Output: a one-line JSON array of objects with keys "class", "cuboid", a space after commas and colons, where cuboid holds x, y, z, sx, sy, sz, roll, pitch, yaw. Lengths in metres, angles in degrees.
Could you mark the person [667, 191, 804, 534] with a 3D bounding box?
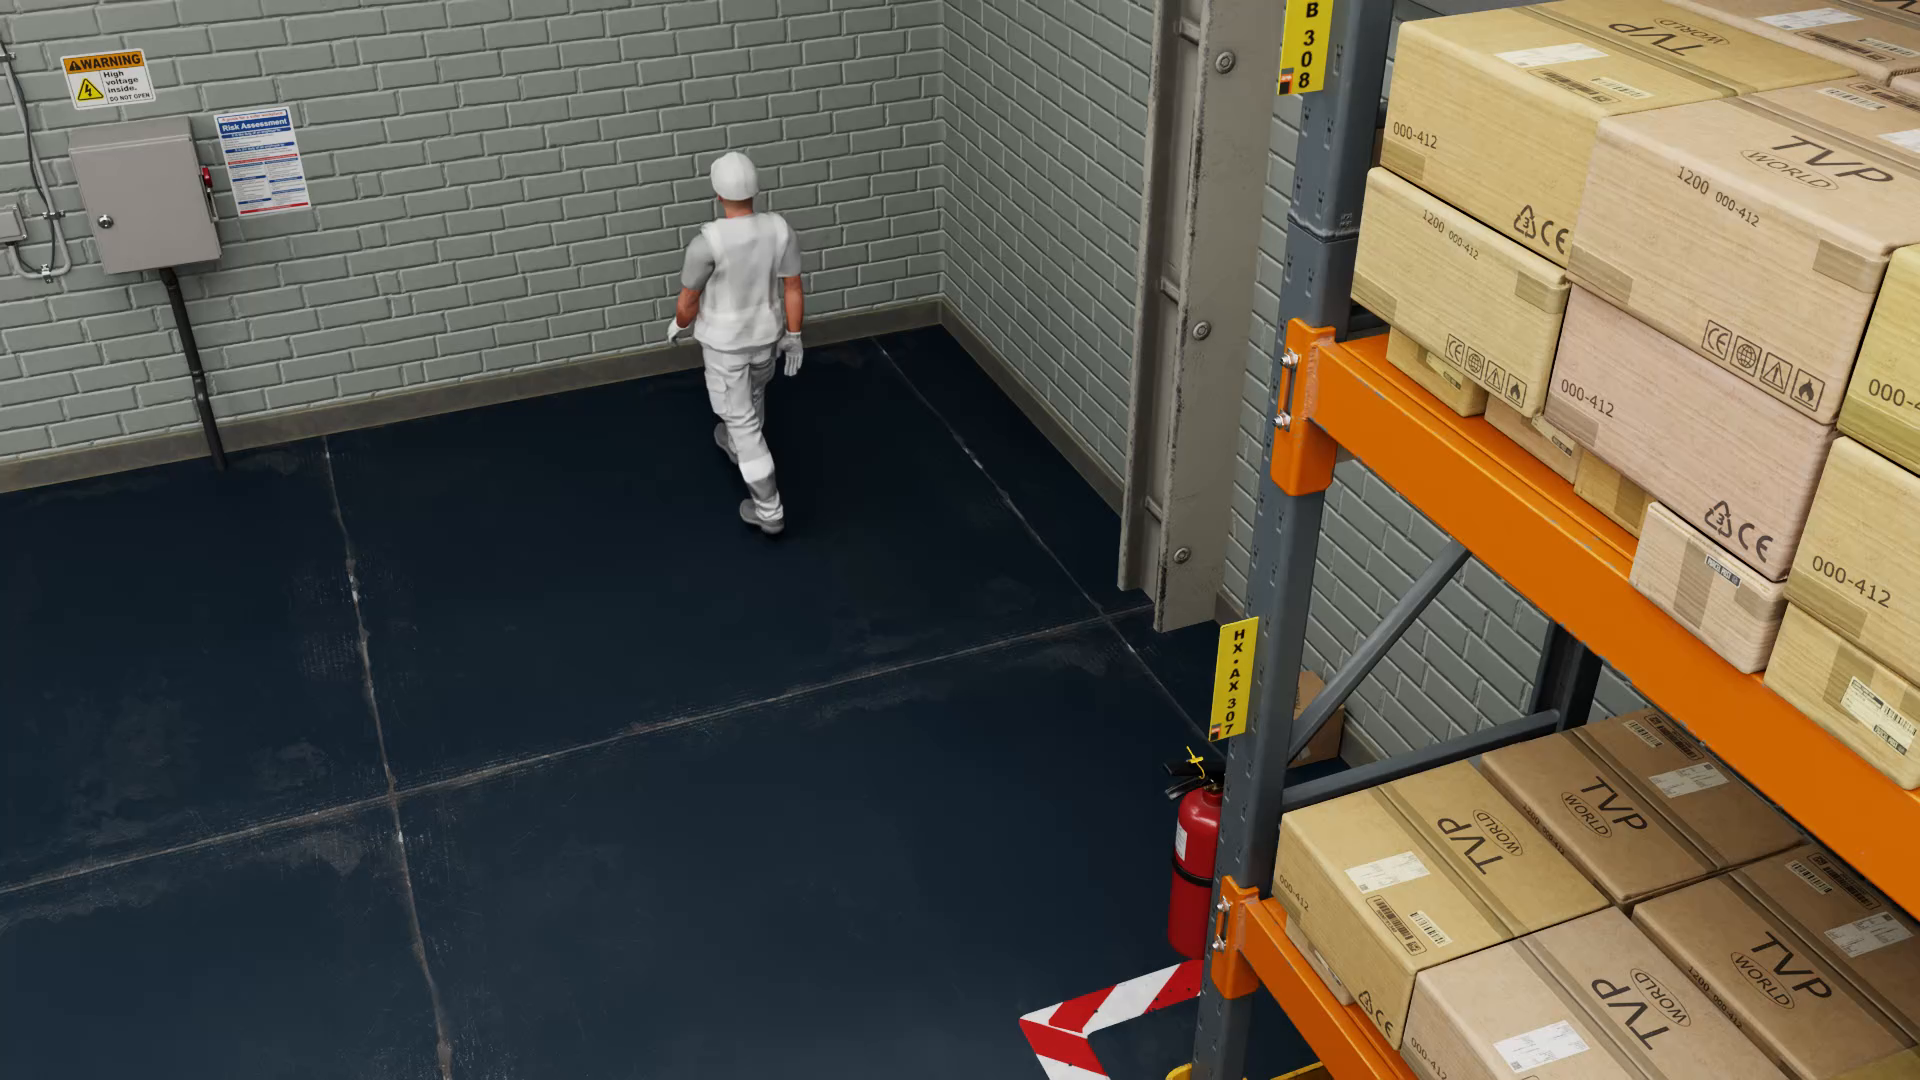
[{"class": "person", "cuboid": [-1.054, -0.961, 7.609, 0.504, 1.693, 0.952, -22, 39, -30]}]
